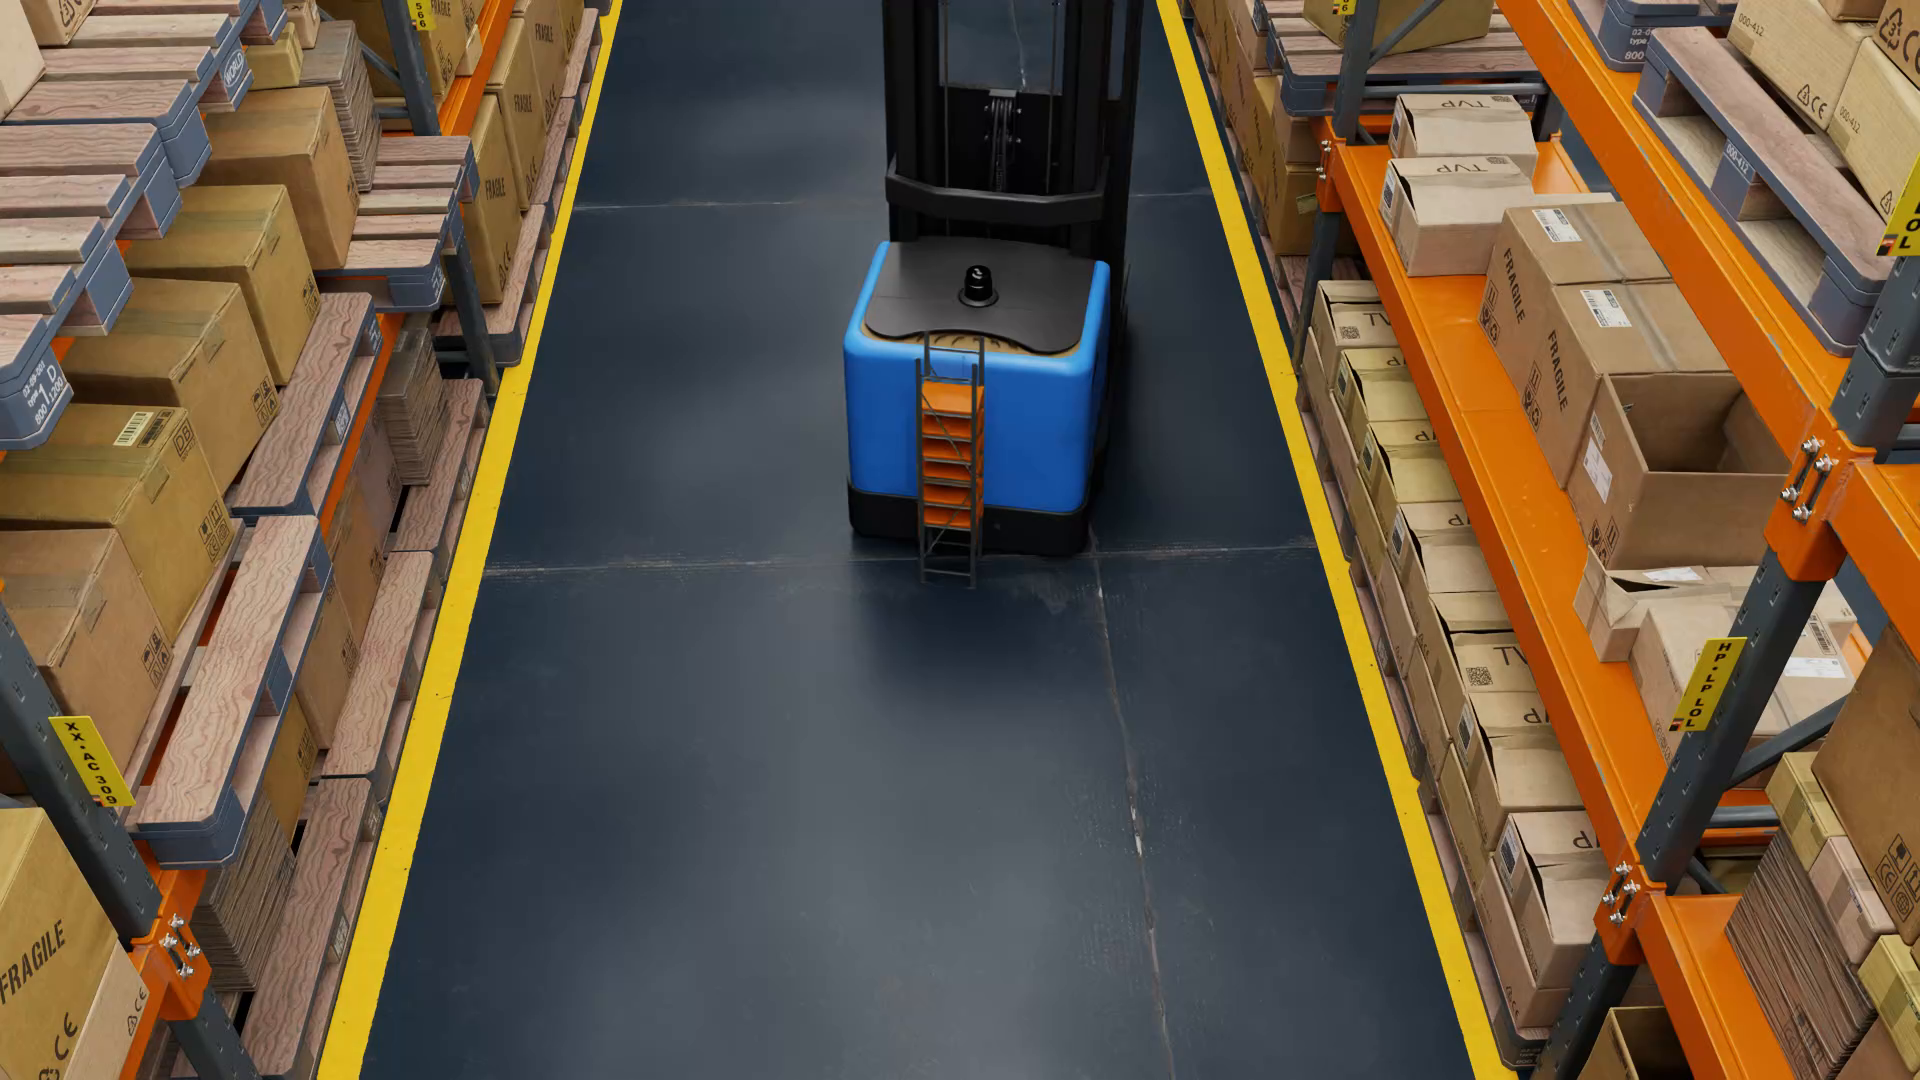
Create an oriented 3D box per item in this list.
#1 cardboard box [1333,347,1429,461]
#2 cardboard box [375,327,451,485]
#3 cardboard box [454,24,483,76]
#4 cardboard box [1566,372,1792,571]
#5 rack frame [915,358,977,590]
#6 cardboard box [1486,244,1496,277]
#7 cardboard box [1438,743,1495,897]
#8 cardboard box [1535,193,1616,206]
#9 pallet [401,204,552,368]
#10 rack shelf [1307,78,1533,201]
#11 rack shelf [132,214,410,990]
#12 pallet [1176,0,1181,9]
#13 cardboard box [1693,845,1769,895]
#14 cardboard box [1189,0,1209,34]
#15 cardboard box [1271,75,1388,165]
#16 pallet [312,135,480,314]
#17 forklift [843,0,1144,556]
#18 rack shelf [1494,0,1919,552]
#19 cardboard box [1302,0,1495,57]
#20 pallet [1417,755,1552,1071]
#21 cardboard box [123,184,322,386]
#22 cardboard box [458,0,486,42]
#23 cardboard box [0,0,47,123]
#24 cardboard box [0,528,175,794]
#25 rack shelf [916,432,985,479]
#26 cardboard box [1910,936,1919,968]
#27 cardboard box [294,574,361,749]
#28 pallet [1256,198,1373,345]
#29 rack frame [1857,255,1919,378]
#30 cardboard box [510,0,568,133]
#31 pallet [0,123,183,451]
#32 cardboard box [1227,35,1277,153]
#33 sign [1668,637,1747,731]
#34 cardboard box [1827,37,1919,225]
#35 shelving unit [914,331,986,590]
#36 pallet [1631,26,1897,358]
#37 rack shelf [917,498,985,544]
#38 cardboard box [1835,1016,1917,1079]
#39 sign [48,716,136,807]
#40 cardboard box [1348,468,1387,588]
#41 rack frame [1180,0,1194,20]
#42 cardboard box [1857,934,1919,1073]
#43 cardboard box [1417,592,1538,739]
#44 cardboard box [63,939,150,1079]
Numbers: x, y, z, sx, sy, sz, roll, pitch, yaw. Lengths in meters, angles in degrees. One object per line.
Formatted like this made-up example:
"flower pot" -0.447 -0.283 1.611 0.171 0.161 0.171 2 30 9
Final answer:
"cardboard box" 1.930 -0.606 7.150 0.500 0.311 0.500 -3 43 -3
"cardboard box" -2.696 -0.586 7.344 0.700 0.500 0.500 -1 43 -1
"cardboard box" -2.490 -2.326 7.889 0.380 0.149 0.250 0 43 0
"cardboard box" 2.302 -0.186 5.309 0.500 0.500 0.500 1 43 1
"rack frame" -0.053 -0.242 6.776 0.240 1.200 0.006 6 43 7
"cardboard box" 2.281 -1.023 6.482 0.380 0.149 0.250 1 43 1
"cardboard box" 2.013 0.971 5.844 0.500 0.250 0.500 -2 43 -2
"cardboard box" 2.485 -1.283 6.765 0.380 0.149 0.250 -2 43 -2
"pallet" -2.737 -1.337 8.702 1.003 0.211 1.213 -2 43 -2
"rack shelf" 2.085 -3.060 9.050 1.077 0.370 4.000 -2 43 -2
"rack shelf" -2.694 -0.215 5.947 1.077 0.370 4.000 -2 43 -2
"pallet" 1.972 -4.111 11.728 1.003 0.211 1.213 -2 43 -2
"cardboard box" 2.572 1.091 5.298 0.500 0.311 0.500 -2 43 -2
"cardboard box" 1.778 -3.582 10.612 0.500 0.500 0.500 -3 43 -4
"cardboard box" 1.889 -2.155 8.500 0.500 0.250 0.500 0 43 0
"pallet" -2.642 -1.281 6.720 1.213 0.211 1.003 -2 43 -2
"forklift" 0.258 -2.014 7.428 1.130 2.935 3.031 6 43 7
"rack shelf" 2.255 -1.465 5.091 1.077 0.370 4.000 -2 43 -2
"cardboard box" 2.031 -2.588 7.619 0.700 0.500 0.500 -15 45 -16
"pallet" 2.270 1.257 5.872 1.003 0.211 1.213 -2 43 -2
"cardboard box" -2.674 -0.872 5.731 0.700 0.500 0.500 -2 43 -2
"cardboard box" -2.557 -2.673 7.787 0.500 0.500 0.500 0 43 0
"cardboard box" -2.578 -1.145 3.964 0.500 0.311 0.500 0 43 0
"cardboard box" -2.596 0.327 4.424 0.700 0.500 0.500 -2 43 -2
"rack shelf" -0.038 -0.359 6.791 0.258 0.103 0.180 6 43 7
"cardboard box" 2.388 0.851 3.217 0.700 0.500 0.500 -2 43 -2
"cardboard box" -2.710 0.440 6.224 0.700 0.500 0.500 -1 43 -1
"pallet" 2.176 -1.452 8.828 1.003 0.211 1.213 -2 43 -2
"rack frame" 2.340 -1.486 2.361 1.000 3.000 0.127 -2 43 -2
"cardboard box" -2.750 -2.858 9.578 0.750 0.750 0.750 0 43 0
"pallet" -2.529 -0.586 3.738 1.213 0.211 1.003 -2 43 -2
"cardboard box" 1.846 -2.544 9.479 0.500 0.500 0.500 -3 43 -3
"sign" 1.798 0.350 4.000 0.100 0.325 0.005 -2 43 -2
"cardboard box" 2.324 -0.896 3.738 0.500 0.250 0.500 2 43 3
"shelving unit" -0.038 -0.303 6.842 0.258 1.200 0.189 6 43 7
"pallet" 2.290 -0.905 4.089 0.805 0.209 1.217 -3 43 -4
"rack shelf" -0.038 -0.093 7.035 0.258 0.103 0.180 6 43 7
"cardboard box" 2.394 1.344 3.640 0.700 0.500 0.500 -2 43 -2
"sign" -2.067 0.530 3.961 0.100 0.325 0.005 -2 43 -2
"cardboard box" 1.949 -0.064 6.974 0.500 0.250 0.500 -3 43 -3
"rack frame" 2.000 -4.675 10.280 1.000 3.000 0.127 -2 43 -2
"cardboard box" 2.182 0.980 3.556 0.380 0.149 0.250 -3 43 -3
"cardboard box" 1.989 0.424 6.026 0.500 0.311 0.500 -2 43 -2
"cardboard box" -2.286 1.229 3.935 0.500 0.250 0.500 -2 43 -2
